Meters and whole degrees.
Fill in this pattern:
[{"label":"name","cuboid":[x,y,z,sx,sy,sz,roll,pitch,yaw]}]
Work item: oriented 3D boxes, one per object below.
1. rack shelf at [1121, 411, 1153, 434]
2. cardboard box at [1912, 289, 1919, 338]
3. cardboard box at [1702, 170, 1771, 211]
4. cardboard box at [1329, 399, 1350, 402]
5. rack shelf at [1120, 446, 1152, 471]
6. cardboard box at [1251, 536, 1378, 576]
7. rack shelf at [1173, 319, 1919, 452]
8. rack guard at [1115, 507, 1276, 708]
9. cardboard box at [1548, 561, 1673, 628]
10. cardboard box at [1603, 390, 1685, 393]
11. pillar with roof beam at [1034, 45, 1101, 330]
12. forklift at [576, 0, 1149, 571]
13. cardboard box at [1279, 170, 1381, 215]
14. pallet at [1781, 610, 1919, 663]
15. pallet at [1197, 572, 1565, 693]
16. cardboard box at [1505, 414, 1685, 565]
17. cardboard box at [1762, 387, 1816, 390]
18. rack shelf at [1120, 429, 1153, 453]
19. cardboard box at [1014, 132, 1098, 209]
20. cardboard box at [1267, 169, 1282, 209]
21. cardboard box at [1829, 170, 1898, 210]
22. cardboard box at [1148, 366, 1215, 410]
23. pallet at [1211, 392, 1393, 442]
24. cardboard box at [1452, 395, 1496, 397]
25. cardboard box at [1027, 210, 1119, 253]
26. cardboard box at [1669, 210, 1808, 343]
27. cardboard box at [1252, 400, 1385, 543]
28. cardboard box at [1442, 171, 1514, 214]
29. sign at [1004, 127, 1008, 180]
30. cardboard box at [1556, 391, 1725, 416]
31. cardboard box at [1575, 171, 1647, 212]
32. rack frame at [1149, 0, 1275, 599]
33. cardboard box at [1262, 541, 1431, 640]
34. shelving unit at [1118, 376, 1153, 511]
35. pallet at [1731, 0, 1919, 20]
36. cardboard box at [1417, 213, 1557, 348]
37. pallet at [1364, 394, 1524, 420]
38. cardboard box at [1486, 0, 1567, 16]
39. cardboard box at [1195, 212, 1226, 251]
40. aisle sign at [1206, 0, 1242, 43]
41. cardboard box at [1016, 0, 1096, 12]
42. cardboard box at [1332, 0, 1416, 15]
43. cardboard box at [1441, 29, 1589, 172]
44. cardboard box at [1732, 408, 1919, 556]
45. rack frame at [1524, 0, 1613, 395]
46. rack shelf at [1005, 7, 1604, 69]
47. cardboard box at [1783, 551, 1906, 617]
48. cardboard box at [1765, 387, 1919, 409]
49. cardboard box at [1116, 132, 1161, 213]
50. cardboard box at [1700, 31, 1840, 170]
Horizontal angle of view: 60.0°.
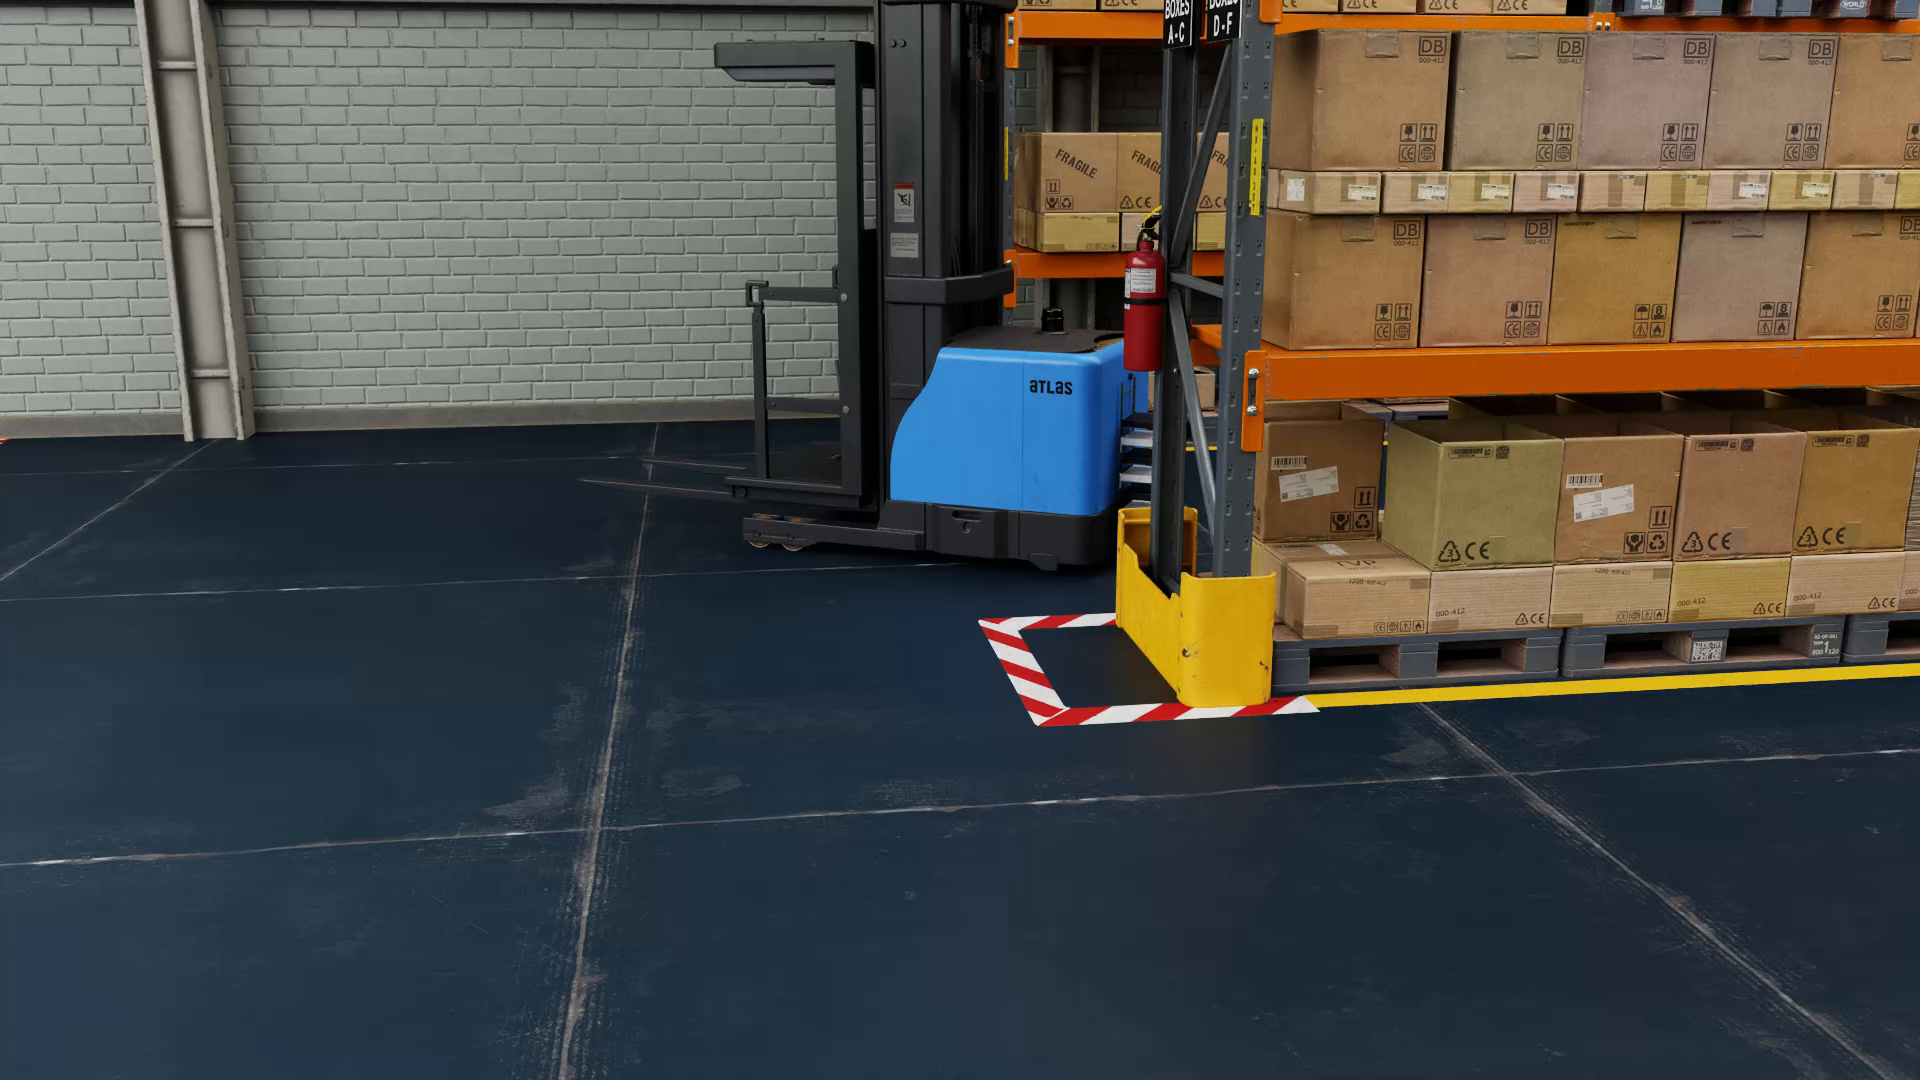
[{"label":"rack shelf","cuboid":[0.922,-0.571,8.177,0.200,0.077,0.258,5,15,21]},{"label":"cardboard box","cuboid":[3.949,-1.127,6.844,0.500,0.500,0.700,-2,14,-9]},{"label":"cardboard box","cuboid":[2.893,-1.353,6.411,0.250,0.149,0.380,-2,14,-8]},{"label":"cardboard box","cuboid":[2.581,-1.086,11.841,0.250,0.149,0.380,-3,14,-13]},{"label":"rack shelf","cuboid":[0.922,-0.397,8.221,0.200,0.077,0.258,5,15,21]},{"label":"cardboard box","cuboid":[1.439,0.068,7.075,0.500,0.250,0.500,-2,14,-8]},{"label":"rack shelf","cuboid":[2.930,-0.695,6.807,4.000,0.370,1.077,-2,14,-8]},{"label":"rack guard","cuboid":[0.929,0.241,6.731,0.348,0.500,1.175,-2,14,-8]},{"label":"cardboard box","cuboid":[2.504,0.155,6.726,0.500,0.250,0.500,-2,14,-8]},{"label":"cardboard box","cuboid":[4.891,-1.340,12.132,0.500,0.500,0.700,-2,14,-6]},{"label":"pillar with roof beam","cuboid":[1.415,-4.271,7.254,0.400,9.000,9.100,-2,14,-8]},{"label":"forklift","cuboid":[-0.579,-1.477,8.587,3.031,2.935,1.130,5,15,21]},{"label":"cardboard box","cuboid":[1.372,-1.297,6.190,0.250,0.149,0.380,-2,14,-9]},{"label":"pallet","cuboid":[4.115,0.254,7.273,1.213,0.211,1.003,-2,14,-8]},{"label":"pallet","cuboid":[1.702,0.343,6.921,1.213,0.211,1.003,-2,14,-8]},{"label":"cardboard box","cuboid":[2.502,-0.211,6.646,0.500,0.500,0.500,-2,14,-8]},{"label":"cardboard box","cuboid":[5.905,-1.379,12.290,0.500,0.500,0.700,-2,14,-8]},{"label":"rack shelf","cuboid":[0.922,-0.484,8.199,0.200,0.077,0.258,5,15,21]},{"label":"cardboard box","cuboid":[0.645,-2.532,11.378,0.500,0.500,0.500,-2,14,-9]},{"label":"cardboard box","cuboid":[1.302,-1.395,6.578,0.250,0.149,0.380,-2,14,-9]},{"label":"cardboard box","cuboid":[3.415,-1.373,6.491,0.250,0.149,0.380,-2,14,-7]},{"label":"cardboard box","cuboid":[1.472,-1.097,11.551,0.500,0.311,0.500,-1,14,-4]},{"label":"pallet","cuboid":[2.298,-0.878,11.788,1.213,0.211,1.003,-2,14,-8]},{"label":"cardboard box","cuboid":[3.641,-1.121,11.945,0.250,0.166,0.380,-4,15,-16]},{"label":"cardboard box","cuboid":[0.741,-2.042,10.963,0.500,0.250,0.500,-3,14,-10]},{"label":"cardboard box","cuboid":[2.946,-1.091,6.700,0.500,0.500,0.700,-2,14,-7]},{"label":"cardboard box","cuboid":[1.438,-0.297,6.986,0.500,0.500,0.500,-2,14,-8]},{"label":"cardboard box","cuboid":[1.880,-1.316,6.265,0.250,0.149,0.380,-2,14,-8]},{"label":"sign","cuboid":[0.292,-2.453,10.556,0.005,0.325,0.100,-2,14,-8]},{"label":"cardboard box","cuboid":[2.920,-0.354,7.215,0.500,0.500,0.500,-2,14,-8]},{"label":"cardboard box","cuboid":[2.393,-1.335,6.341,0.250,0.149,0.380,-3,14,-10]},{"label":"rack frame","cuboid":[0.952,-0.972,6.431,0.127,3.000,1.000,-2,14,-8]},{"label":"cardboard box","cuboid":[1.516,0.192,6.578,0.500,0.250,0.500,-2,14,-8]},{"label":"shelving unit","cuboid":[0.922,-0.342,8.235,0.210,0.900,0.258,5,15,21]},{"label":"pallet","cuboid":[5.817,-3.707,11.557,1.003,0.211,1.213,-2,14,-8]},{"label":"cardboard box","cuboid":[1.934,-1.054,6.554,0.500,0.500,0.700,-2,14,-7]},{"label":"pallet","cuboid":[3.507,-0.923,11.968,1.213,0.211,1.003,-2,14,-8]},{"label":"cardboard box","cuboid":[3.701,-3.744,11.070,0.500,0.500,0.500,-2,14,-7]},{"label":"cardboard box","cuboid":[1.756,-2.081,11.120,0.500,0.250,0.500,-2,14,-9]},{"label":"aisle sign","cuboid":[0.933,-2.157,5.811,0.004,0.787,0.394,-2,14,-8]},{"label":"cardboard box","cuboid":[0.579,-3.628,10.611,0.500,0.500,0.500,-2,14,-7]},{"label":"cardboard box","cuboid":[2.659,-3.699,10.893,0.500,0.500,0.500,-3,14,-11]},{"label":"cardboard box","cuboid":[1.987,-1.686,6.405,0.500,0.500,0.700,-2,14,-10]},{"label":"cardboard box","cuboid":[3.492,-0.247,6.787,0.500,0.500,0.500,-2,14,-8]},{"label":"rack frame","cuboid":[4.166,-2.308,11.760,0.127,3.000,1.000,-2,14,-8]},{"label":"rack shelf","cuboid":[2.188,-3.342,11.193,4.000,0.370,1.077,-2,14,-8]},{"label":"cardboard box","cuboid":[3.494,0.120,6.866,0.500,0.250,0.500,-2,14,-8]},{"label":"cardboard box","cuboid":[3.909,-0.389,7.354,0.500,0.500,0.500,-2,14,-8]},{"label":"cardboard box","cuboid":[1.218,-2.425,10.949,0.500,0.500,0.500,-2,14,-8]},{"label":"cardboard box","cuboid":[2.981,-1.722,6.551,0.500,0.500,0.700,-2,14,-8]}]
